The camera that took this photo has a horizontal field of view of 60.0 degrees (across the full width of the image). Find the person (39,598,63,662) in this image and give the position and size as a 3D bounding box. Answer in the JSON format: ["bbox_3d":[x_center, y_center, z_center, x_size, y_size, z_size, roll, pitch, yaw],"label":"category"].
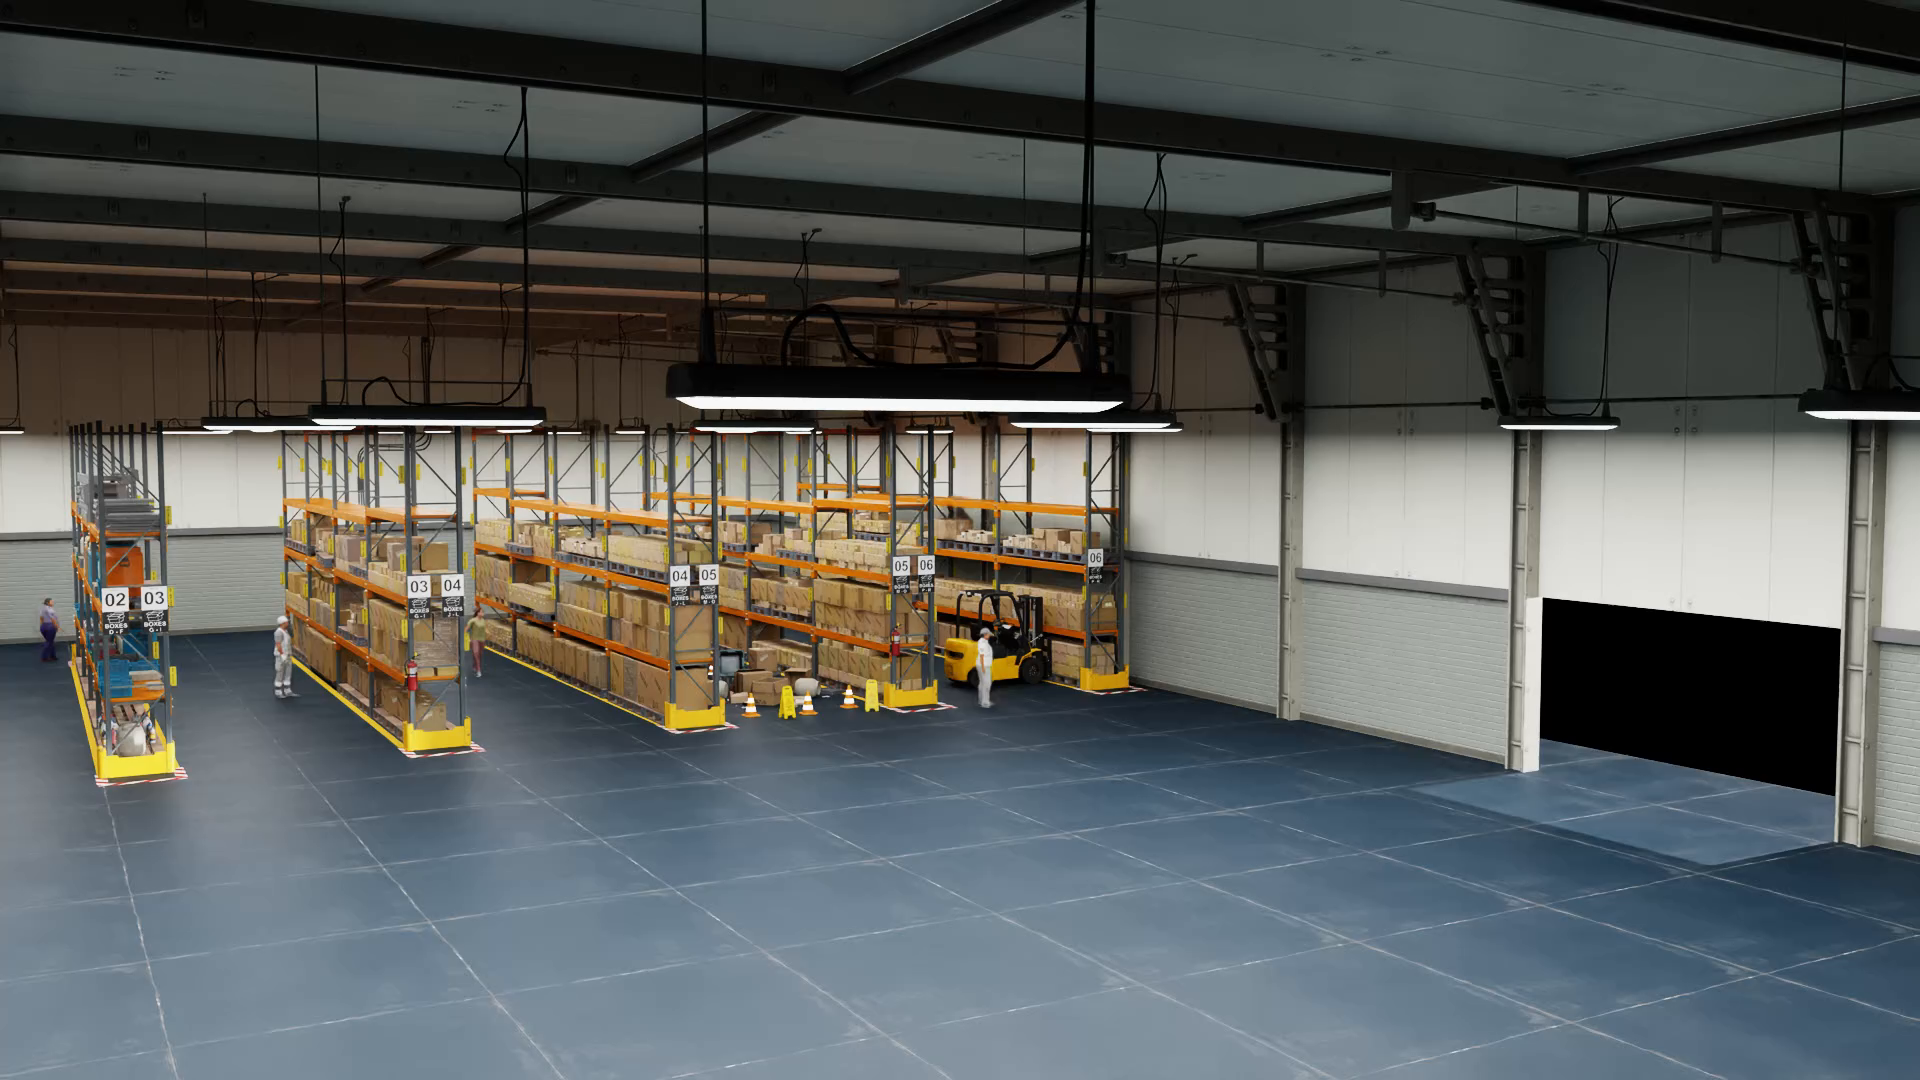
[{"bbox_3d":[-23.154,2.291,42.350,0.591,1.660,0.774,1,4,13],"label":"person"}]

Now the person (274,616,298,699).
[{"bbox_3d":[-14.824,2.573,36.524,0.470,1.805,0.594,1,4,10],"label":"person"}]

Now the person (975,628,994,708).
[{"bbox_3d":[0.521,2.739,35.461,0.396,1.732,0.581,0,4,-3],"label":"person"}]

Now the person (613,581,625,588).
[{"bbox_3d":[-9.736,1.948,46.926,0.641,1.808,0.518,2,4,30],"label":"person"}]

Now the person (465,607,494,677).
[{"bbox_3d":[-11.615,2.437,40.132,0.663,1.649,0.982,-2,4,-30],"label":"person"}]
